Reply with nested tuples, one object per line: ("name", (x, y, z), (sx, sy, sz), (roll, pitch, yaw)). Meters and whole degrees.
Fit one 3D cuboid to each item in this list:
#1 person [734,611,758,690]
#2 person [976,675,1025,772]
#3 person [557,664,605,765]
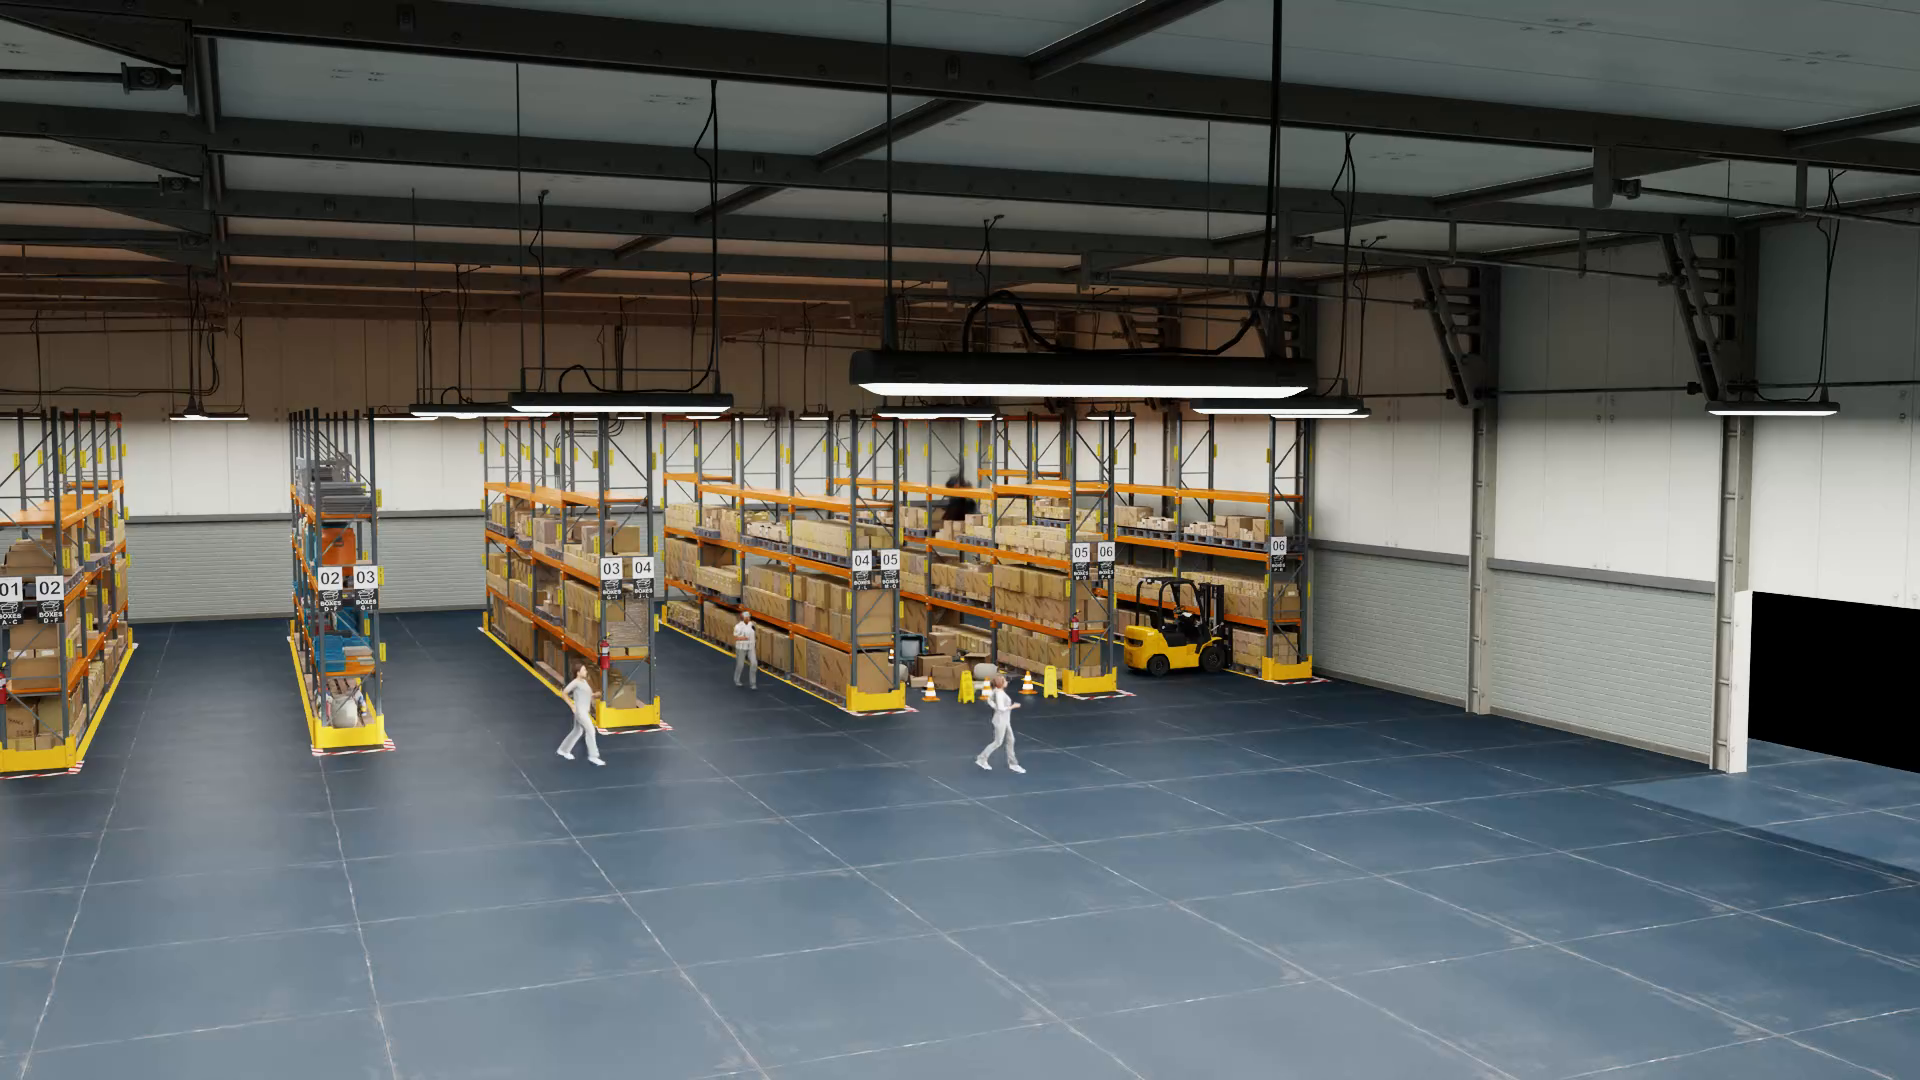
("person", (-4.647, 2.392, 35.950), (0.556, 1.728, 0.804), (-2, 5, -29))
("person", (0.662, 2.999, 27.125), (0.798, 1.612, 0.532), (0, 4, 4))
("person", (-6.366, 2.917, 27.896), (0.875, 1.700, 0.550), (0, 4, 5))
